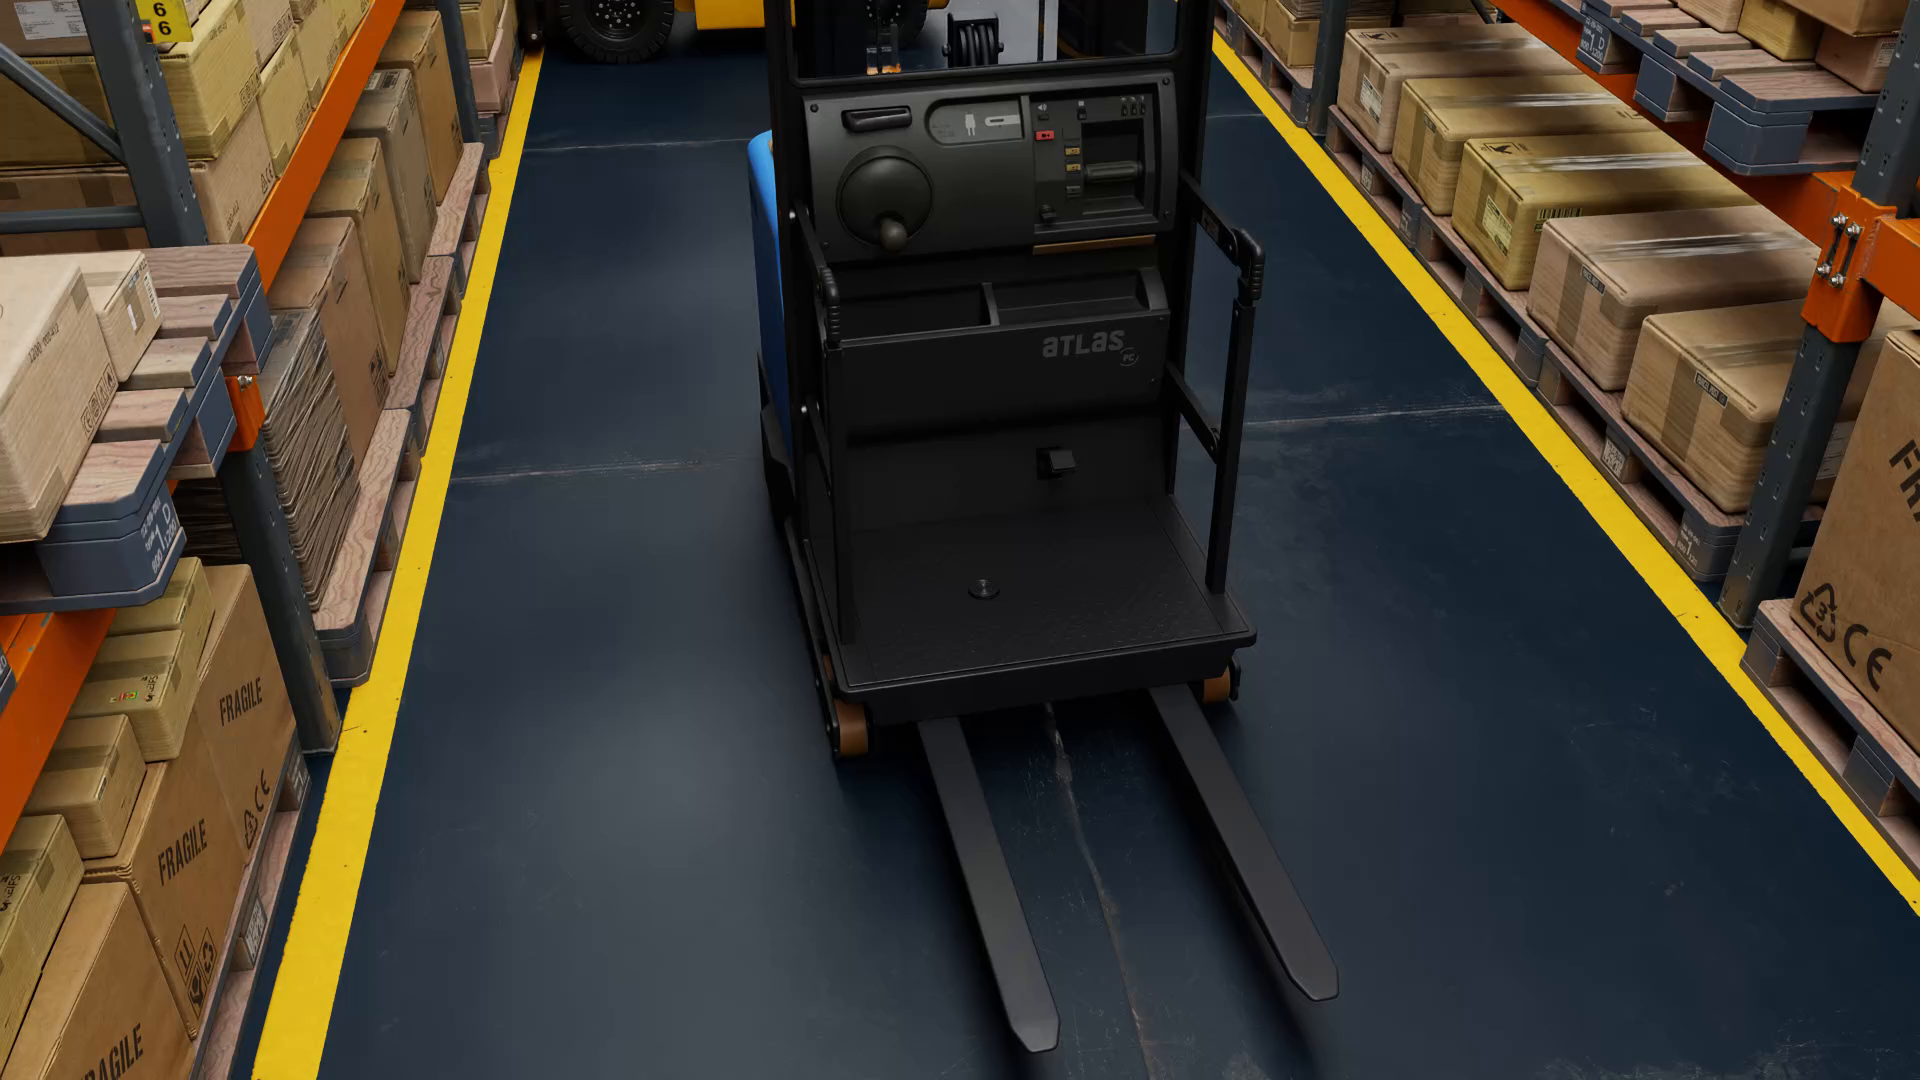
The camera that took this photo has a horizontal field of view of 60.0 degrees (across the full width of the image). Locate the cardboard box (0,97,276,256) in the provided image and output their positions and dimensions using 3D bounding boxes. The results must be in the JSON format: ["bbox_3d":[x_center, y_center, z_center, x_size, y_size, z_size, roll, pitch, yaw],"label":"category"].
[{"bbox_3d":[-1.980,-0.870,3.996,0.500,0.250,0.500,-4,35,-6],"label":"cardboard box"}]

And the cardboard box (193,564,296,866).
[{"bbox_3d":[-1.893,0.414,3.826,0.500,0.500,0.500,-3,34,-5],"label":"cardboard box"}]

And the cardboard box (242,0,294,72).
[{"bbox_3d":[-2.046,-1.356,4.265,0.500,0.250,0.500,-3,34,-5],"label":"cardboard box"}]

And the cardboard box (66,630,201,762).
[{"bbox_3d":[-1.778,0.332,3.370,0.380,0.149,0.250,-6,35,-9],"label":"cardboard box"}]

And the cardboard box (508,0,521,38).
[{"bbox_3d":[-2.606,-2.798,8.760,0.500,0.250,0.500,-4,34,-6],"label":"cardboard box"}]

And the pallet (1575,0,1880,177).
[{"bbox_3d":[2.554,-1.354,4.743,1.213,0.211,1.003,-4,35,-6],"label":"pallet"}]

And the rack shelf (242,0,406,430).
[{"bbox_3d":[-2.432,-1.484,5.403,1.077,0.370,4.000,-4,35,-6],"label":"rack shelf"}]

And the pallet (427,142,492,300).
[{"bbox_3d":[-2.563,-1.337,7.025,1.003,0.211,1.213,-4,35,-6],"label":"pallet"}]

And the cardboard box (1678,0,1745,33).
[{"bbox_3d":[2.292,-1.560,4.725,0.380,0.149,0.250,-5,35,-7],"label":"cardboard box"}]

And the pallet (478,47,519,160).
[{"bbox_3d":[-2.766,-2.192,8.279,1.003,0.211,1.213,-4,35,-6],"label":"pallet"}]

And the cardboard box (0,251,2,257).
[{"bbox_3d":[-2.476,-0.835,3.945,0.500,0.250,0.500,-5,35,-7],"label":"cardboard box"}]

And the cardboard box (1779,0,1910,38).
[{"bbox_3d":[2.419,-1.614,4.229,0.500,0.500,0.500,-5,35,-8],"label":"cardboard box"}]

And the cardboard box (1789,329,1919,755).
[{"bbox_3d":[2.766,0.053,4.023,0.875,0.875,0.875,-5,35,-7],"label":"cardboard box"}]

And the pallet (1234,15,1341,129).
[{"bbox_3d":[2.092,-2.495,8.724,1.003,0.211,1.213,-4,35,-6],"label":"pallet"}]

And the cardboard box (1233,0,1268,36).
[{"bbox_3d":[1.790,-2.919,8.938,0.500,0.250,0.500,-5,35,-8],"label":"cardboard box"}]

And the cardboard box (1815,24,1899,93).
[{"bbox_3d":[2.478,-1.278,4.312,0.380,0.149,0.250,-3,34,-5],"label":"cardboard box"}]

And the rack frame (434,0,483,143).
[{"bbox_3d":[-2.701,-2.898,6.838,1.000,3.000,0.127,-4,35,-6],"label":"rack frame"}]

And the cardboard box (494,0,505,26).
[{"bbox_3d":[-2.529,-2.716,8.196,0.500,0.250,0.500,-5,35,-7],"label":"cardboard box"}]

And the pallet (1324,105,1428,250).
[{"bbox_3d":[2.324,-1.689,7.541,1.003,0.211,1.213,-4,35,-6],"label":"pallet"}]

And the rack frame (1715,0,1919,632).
[{"bbox_3d":[2.756,-1.043,4.118,1.000,3.000,0.127,-4,35,-6],"label":"rack frame"}]

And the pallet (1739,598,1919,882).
[{"bbox_3d":[2.787,0.554,4.249,1.003,0.211,1.213,-4,35,-6],"label":"pallet"}]

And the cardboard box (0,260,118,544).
[{"bbox_3d":[-1.700,-0.213,2.659,0.500,0.250,0.500,-6,35,-9],"label":"cardboard box"}]

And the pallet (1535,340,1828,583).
[{"bbox_3d":[2.652,-0.327,5.543,1.003,0.211,1.213,-4,35,-6],"label":"pallet"}]

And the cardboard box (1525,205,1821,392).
[{"bbox_3d":[2.582,-0.858,5.806,0.950,0.372,0.625,-5,35,-7],"label":"cardboard box"}]

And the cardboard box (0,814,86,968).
[{"bbox_3d":[-1.796,0.633,2.928,0.380,0.149,0.250,-3,34,-5],"label":"cardboard box"}]

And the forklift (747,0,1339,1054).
[{"bbox_3d":[0.135,-0.869,3.923,1.130,2.935,3.031,-7,35,-10],"label":"forklift"}]

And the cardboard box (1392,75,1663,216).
[{"bbox_3d":[2.391,-1.670,6.997,0.950,0.372,0.625,-2,34,-3],"label":"cardboard box"}]

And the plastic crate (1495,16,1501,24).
[{"bbox_3d":[2.819,-3.007,9.592,0.402,0.080,0.583,-16,38,-23],"label":"plastic crate"}]

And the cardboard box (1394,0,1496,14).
[{"bbox_3d":[2.406,-2.972,8.351,0.500,0.500,0.500,-3,34,-4],"label":"cardboard box"}]

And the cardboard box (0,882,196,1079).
[{"bbox_3d":[-1.763,0.986,2.987,0.500,0.500,0.500,-3,34,-4],"label":"cardboard box"}]

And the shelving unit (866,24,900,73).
[{"bbox_3d":[-0.282,-1.130,5.843,0.258,1.200,0.503,-7,35,-10],"label":"shelving unit"}]

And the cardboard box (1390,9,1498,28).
[{"bbox_3d":[2.406,-2.663,8.562,0.500,0.250,0.500,-6,35,-9],"label":"cardboard box"}]

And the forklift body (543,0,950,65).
[{"bbox_3d":[-1.176,-3.859,9.003,2.313,2.155,1.214,-4,35,-6],"label":"forklift body"}]

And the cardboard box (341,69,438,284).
[{"bbox_3d":[-2.522,-1.366,6.326,0.875,0.625,0.625,-5,35,-7],"label":"cardboard box"}]

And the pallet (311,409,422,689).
[{"bbox_3d":[-2.235,0.024,5.027,1.003,0.211,1.213,-4,35,-6],"label":"pallet"}]

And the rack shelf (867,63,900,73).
[{"bbox_3d":[-0.282,-1.455,5.622,0.258,0.148,0.480,-7,35,-10],"label":"rack shelf"}]

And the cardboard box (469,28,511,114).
[{"bbox_3d":[-2.437,-2.230,7.927,0.500,0.250,0.500,-4,34,-6],"label":"cardboard box"}]

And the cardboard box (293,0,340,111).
[{"bbox_3d":[-2.119,-1.438,4.829,0.500,0.250,0.500,-5,35,-8],"label":"cardboard box"}]

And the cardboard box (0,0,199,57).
[{"bbox_3d":[-1.914,-1.175,3.646,0.380,0.149,0.250,-3,34,-5],"label":"cardboard box"}]

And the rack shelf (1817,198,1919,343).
[{"bbox_3d":[3.025,0.370,2.683,1.077,0.370,4.000,-4,35,-6],"label":"rack shelf"}]

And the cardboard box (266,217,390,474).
[{"bbox_3d":[-2.329,-0.571,5.160,0.875,0.625,0.625,-3,34,-5],"label":"cardboard box"}]
